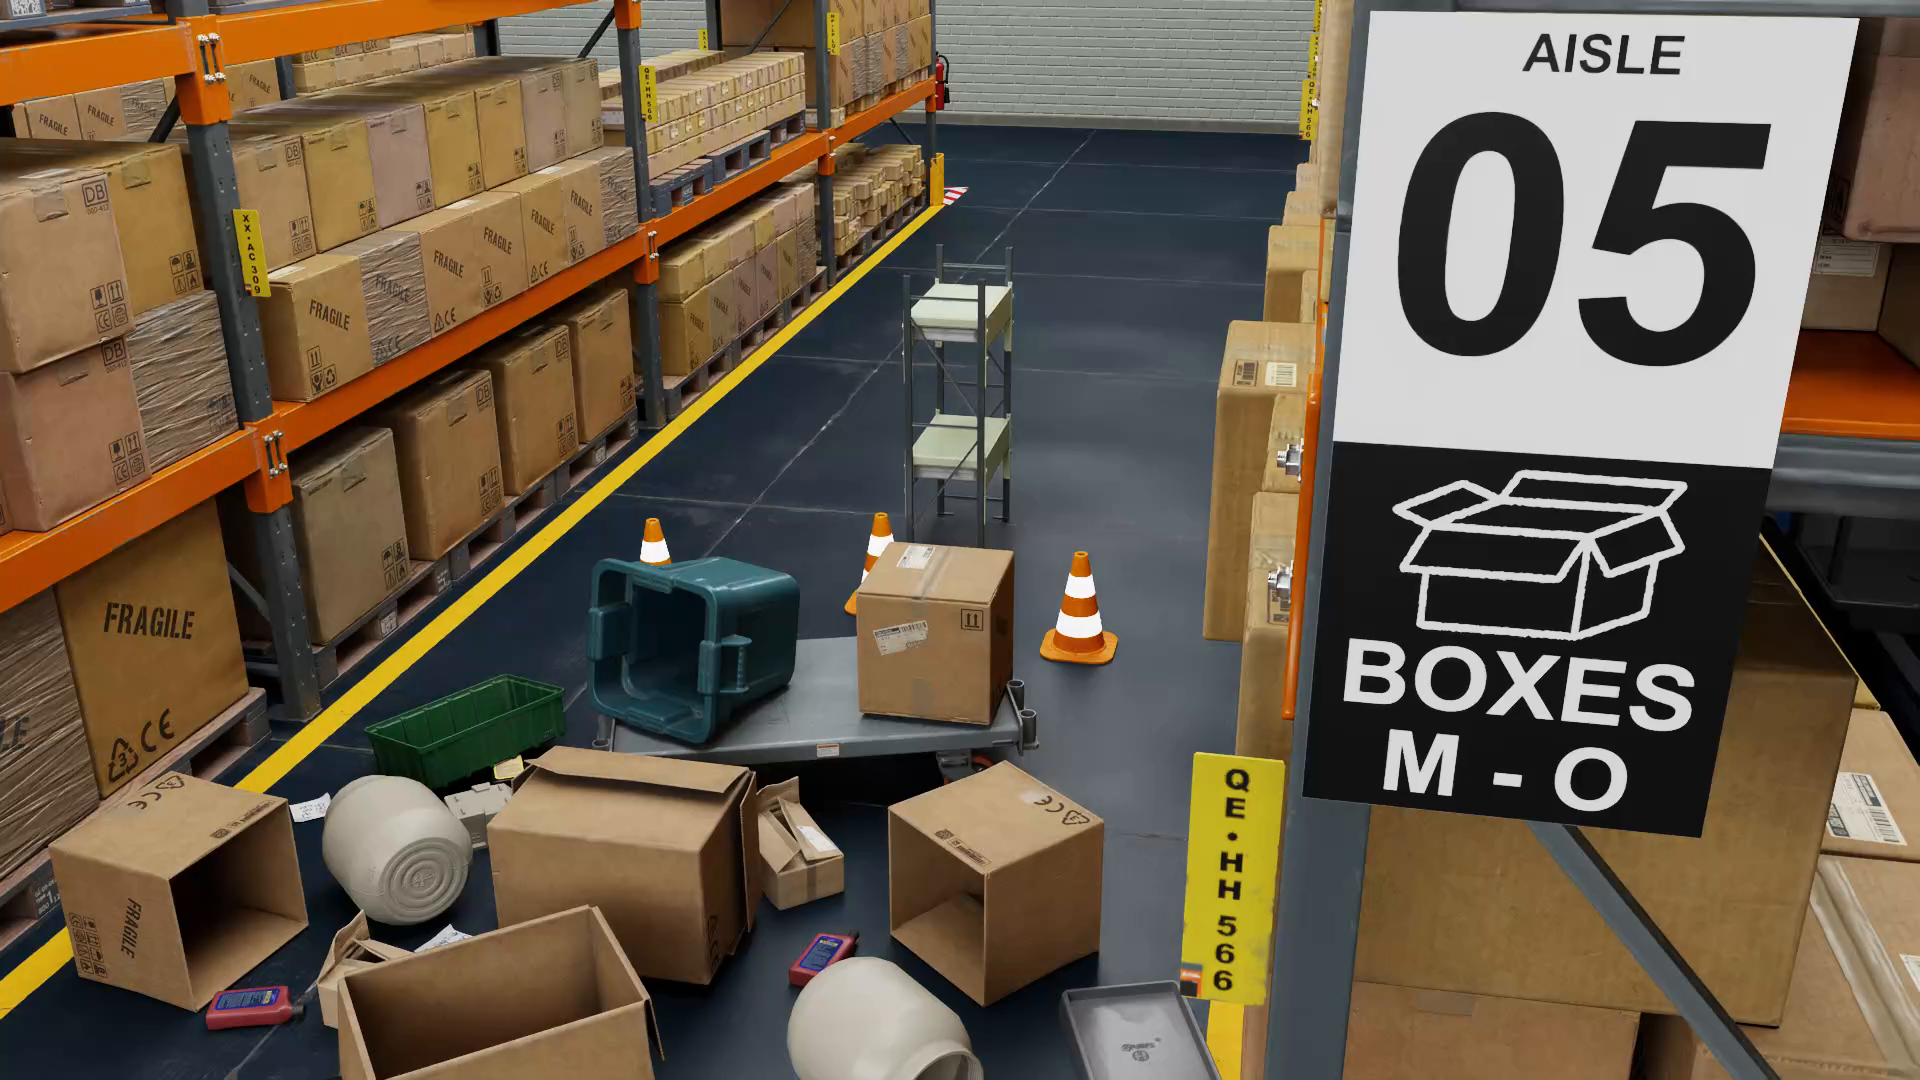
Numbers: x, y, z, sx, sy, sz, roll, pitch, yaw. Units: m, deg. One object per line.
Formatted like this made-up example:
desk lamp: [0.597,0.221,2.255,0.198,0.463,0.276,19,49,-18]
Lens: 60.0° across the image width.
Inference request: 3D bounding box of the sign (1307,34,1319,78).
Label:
sign: [2.753,-3.745,12.872,0.100,0.325,0.005,4,22,11]

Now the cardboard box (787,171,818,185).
cardboard box: [-1.558,-3.386,15.703,0.380,0.149,0.250,4,22,9]

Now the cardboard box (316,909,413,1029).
cardboard box: [-1.750,1.358,5.126,0.396,0.266,0.258,8,23,20]

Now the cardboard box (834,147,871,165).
cardboard box: [-1.132,-3.941,17.080,0.380,0.149,0.250,5,22,12]

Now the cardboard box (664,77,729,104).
cardboard box: [-1.836,-3.131,11.591,0.380,0.149,0.250,5,23,13]

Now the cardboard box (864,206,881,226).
cardboard box: [-0.956,-3.064,15.700,0.380,0.149,0.250,4,22,9]

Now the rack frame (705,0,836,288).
rack frame: [-1.570,-3.605,13.790,1.000,3.000,0.127,4,22,11]

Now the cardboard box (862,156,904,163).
cardboard box: [-0.765,-3.722,16.537,0.380,0.149,0.250,4,22,9]

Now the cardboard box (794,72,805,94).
cardboard box: [-1.458,-3.661,13.304,0.380,0.149,0.250,5,23,13]

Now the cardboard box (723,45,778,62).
cardboard box: [-1.748,-3.988,14.208,0.500,0.500,0.500,4,22,11]

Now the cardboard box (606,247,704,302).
cardboard box: [-2.009,-1.759,10.986,0.500,0.250,0.500,3,22,8]

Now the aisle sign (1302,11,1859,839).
aisle sign: [0.551,-0.081,1.560,0.394,0.787,0.004,4,22,11]

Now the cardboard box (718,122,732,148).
cardboard box: [-1.829,-2.854,11.698,0.380,0.149,0.250,5,22,12]

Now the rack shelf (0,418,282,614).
rack shelf: [-3.611,0.386,4.843,1.077,0.370,4.000,4,22,11]

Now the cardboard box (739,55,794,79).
cardboard box: [-1.515,-3.699,13.001,0.380,0.149,0.250,4,22,9]

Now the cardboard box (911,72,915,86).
cardboard box: [-0.668,-4.630,16.670,0.380,0.149,0.250,4,22,10]

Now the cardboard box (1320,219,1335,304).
cardboard box: [0.665,-0.396,2.143,0.380,0.149,0.250,5,22,11]

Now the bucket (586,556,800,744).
bucket: [-0.973,0.360,6.293,0.726,0.611,0.620,13,15,29]

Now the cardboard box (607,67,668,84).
cardboard box: [-2.364,-3.377,12.202,0.380,0.149,0.250,5,23,13]

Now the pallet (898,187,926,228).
pallet: [-0.970,-3.452,17.143,1.003,0.211,1.213,4,22,11]

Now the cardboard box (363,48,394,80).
cardboard box: [-5.846,-4.612,16.092,0.500,0.250,0.500,5,22,12]

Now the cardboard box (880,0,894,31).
cardboard box: [-0.909,-4.960,15.283,0.500,0.500,0.500,4,22,9]

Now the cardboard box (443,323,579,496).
cardboard box: [-2.774,-0.758,9.169,1.050,0.750,0.750,5,22,12]

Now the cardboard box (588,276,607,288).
cardboard box: [-2.504,-1.795,11.076,0.500,0.250,0.500,4,22,10]

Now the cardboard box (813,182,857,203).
cardboard box: [-1.149,-3.153,15.125,0.380,0.149,0.250,4,22,10]

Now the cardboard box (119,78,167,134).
cardboard box: [-6.548,-3.320,12.947,0.500,0.500,0.500,5,22,11]

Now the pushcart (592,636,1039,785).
pushcart: [-0.578,0.722,6.556,1.648,0.377,0.936,-3,22,-8]

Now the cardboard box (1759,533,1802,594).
cardboard box: [1.517,0.225,3.748,0.500,0.500,0.500,4,22,10]

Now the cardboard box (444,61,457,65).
cardboard box: [-5.495,-4.933,17.422,0.380,0.149,0.250,5,22,12]

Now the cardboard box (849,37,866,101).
cardboard box: [-1.129,-4.133,14.568,0.500,0.500,0.500,4,22,11]

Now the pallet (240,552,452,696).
pallet: [-3.119,0.326,7.761,1.003,0.211,1.213,4,22,11]

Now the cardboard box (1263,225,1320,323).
cardboard box: [1.107,-0.476,4.150,0.700,0.500,0.500,4,22,10]

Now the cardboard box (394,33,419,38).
cardboard box: [-6.051,-5.206,17.567,0.500,0.250,0.500,4,22,10]

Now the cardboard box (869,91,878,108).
cardboard box: [-0.971,-4.052,15.237,0.380,0.149,0.250,5,23,13]

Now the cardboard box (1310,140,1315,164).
cardboard box: [2.516,-2.537,10.670,0.500,0.250,0.500,4,22,10]

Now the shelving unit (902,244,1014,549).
shelving unit: [-0.001,-0.693,8.567,0.431,1.500,0.755,4,22,11]

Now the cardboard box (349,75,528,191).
cardboard box: [-2.692,-2.116,8.620,0.700,0.500,0.500,4,22,10]

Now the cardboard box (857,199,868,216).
cardboard box: [-1.068,-3.112,15.422,0.380,0.149,0.250,6,23,13]

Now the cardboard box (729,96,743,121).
cardboard box: [-1.779,-3.090,11.887,0.380,0.149,0.250,5,23,13]

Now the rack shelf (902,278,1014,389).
rack shelf: [-0.001,-1.055,8.422,0.431,0.370,0.720,4,22,11]

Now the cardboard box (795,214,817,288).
cardboard box: [-1.475,-2.350,13.458,0.500,0.500,0.500,4,22,10]

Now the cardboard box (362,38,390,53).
cardboard box: [-5.848,-4.962,15.958,0.500,0.500,0.500,4,22,9]

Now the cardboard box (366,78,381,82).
cardboard box: [-5.809,-4.369,16.022,0.380,0.149,0.250,4,22,10]

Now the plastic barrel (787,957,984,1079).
plastic barrel: [-0.213,1.448,4.691,0.421,0.421,0.512,-16,27,-35]

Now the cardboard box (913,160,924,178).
cardboard box: [-0.582,-3.864,17.287,0.380,0.149,0.250,4,22,9]

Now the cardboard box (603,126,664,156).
cardboard box: [-2.091,-2.520,10.471,0.380,0.149,0.250,5,23,13]

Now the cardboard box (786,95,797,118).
cardboard box: [-1.510,-3.428,13.124,0.380,0.149,0.250,5,22,11]

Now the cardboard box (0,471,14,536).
cardboard box: [-3.582,-0.222,5.188,0.875,0.550,0.550,4,22,11]

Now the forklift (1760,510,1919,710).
forklift: [4.429,-0.893,7.149,1.130,2.935,3.031,5,22,11]

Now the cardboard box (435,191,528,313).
cardboard box: [-2.521,-1.450,8.306,0.500,0.500,0.500,5,22,12]

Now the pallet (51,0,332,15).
pallet: [-3.064,-2.321,6.842,0.805,0.209,1.217,4,22,9]
